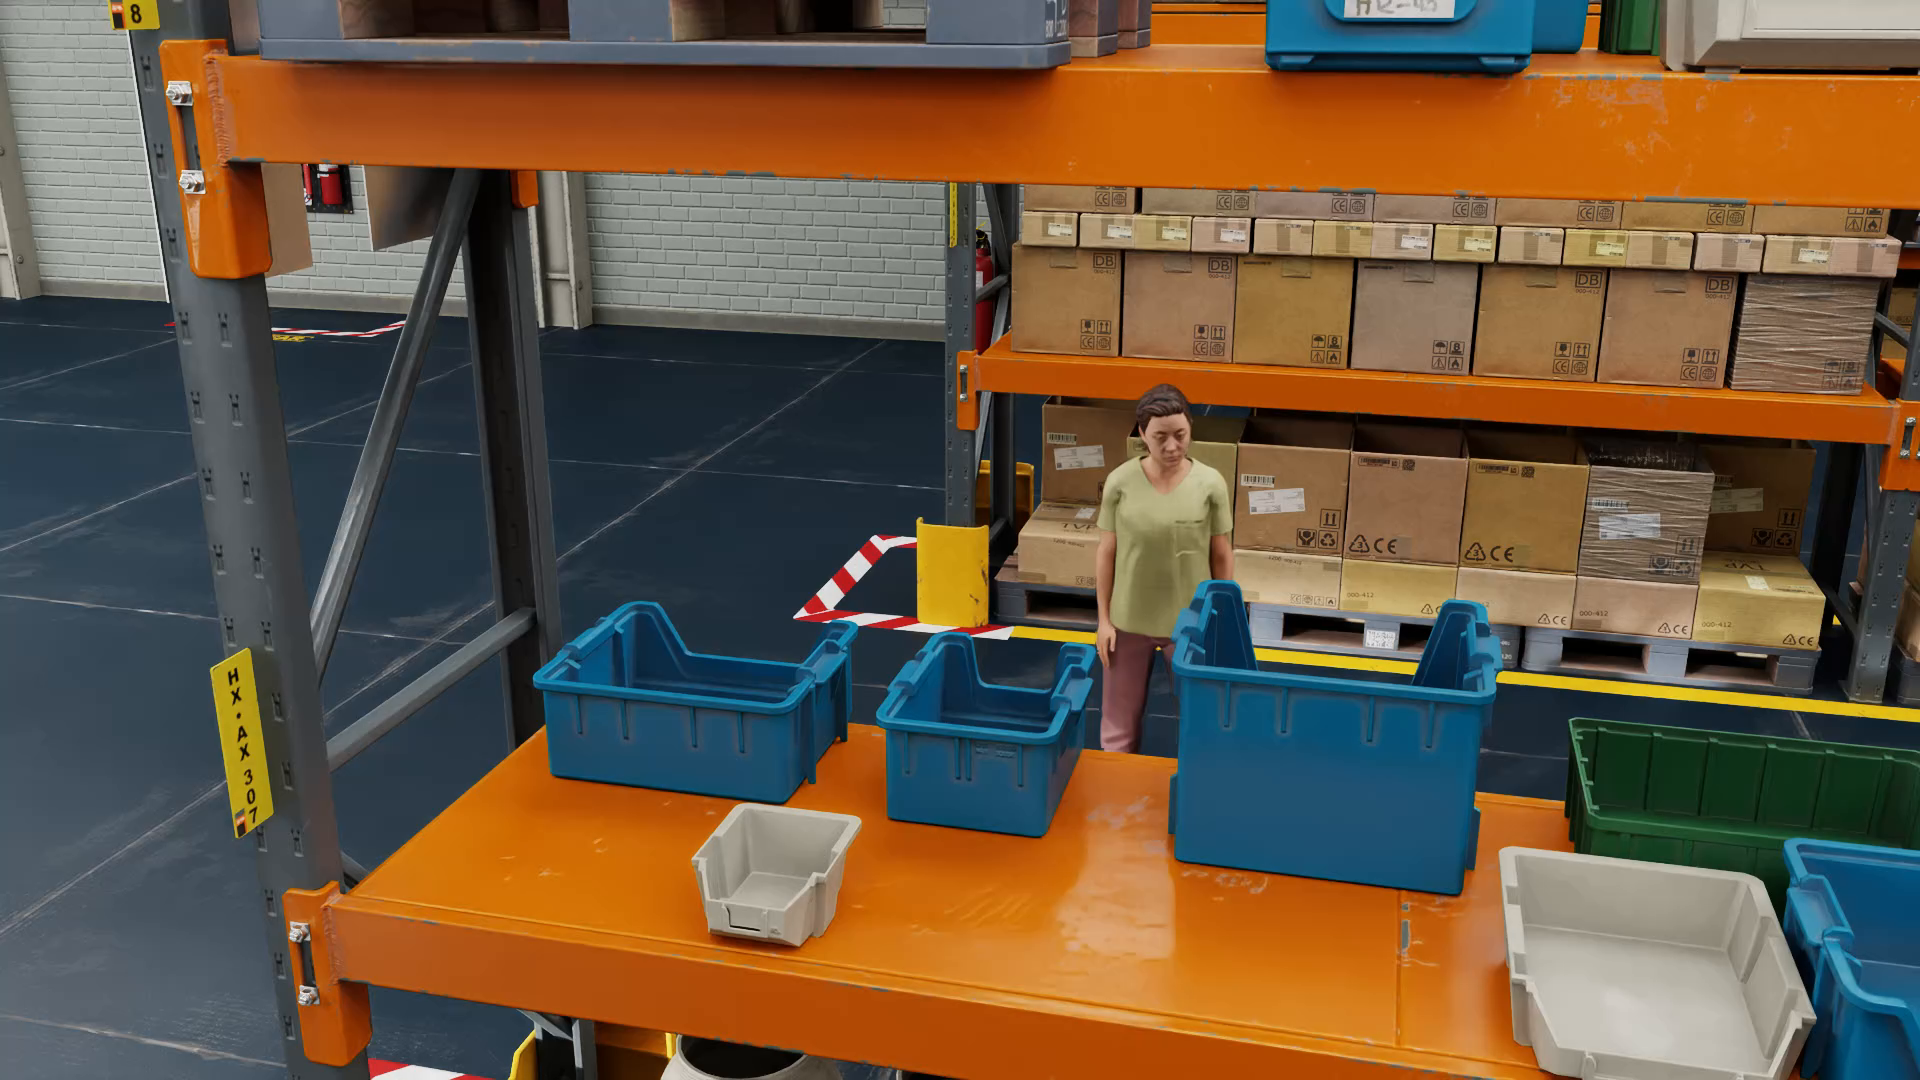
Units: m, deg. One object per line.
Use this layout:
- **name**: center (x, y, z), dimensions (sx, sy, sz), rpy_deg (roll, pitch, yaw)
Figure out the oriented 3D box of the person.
- **person**: center (0.688, 0.308, 5.612), dimensions (0.474, 1.690, 0.470), rpy_deg (2, 18, 7)
